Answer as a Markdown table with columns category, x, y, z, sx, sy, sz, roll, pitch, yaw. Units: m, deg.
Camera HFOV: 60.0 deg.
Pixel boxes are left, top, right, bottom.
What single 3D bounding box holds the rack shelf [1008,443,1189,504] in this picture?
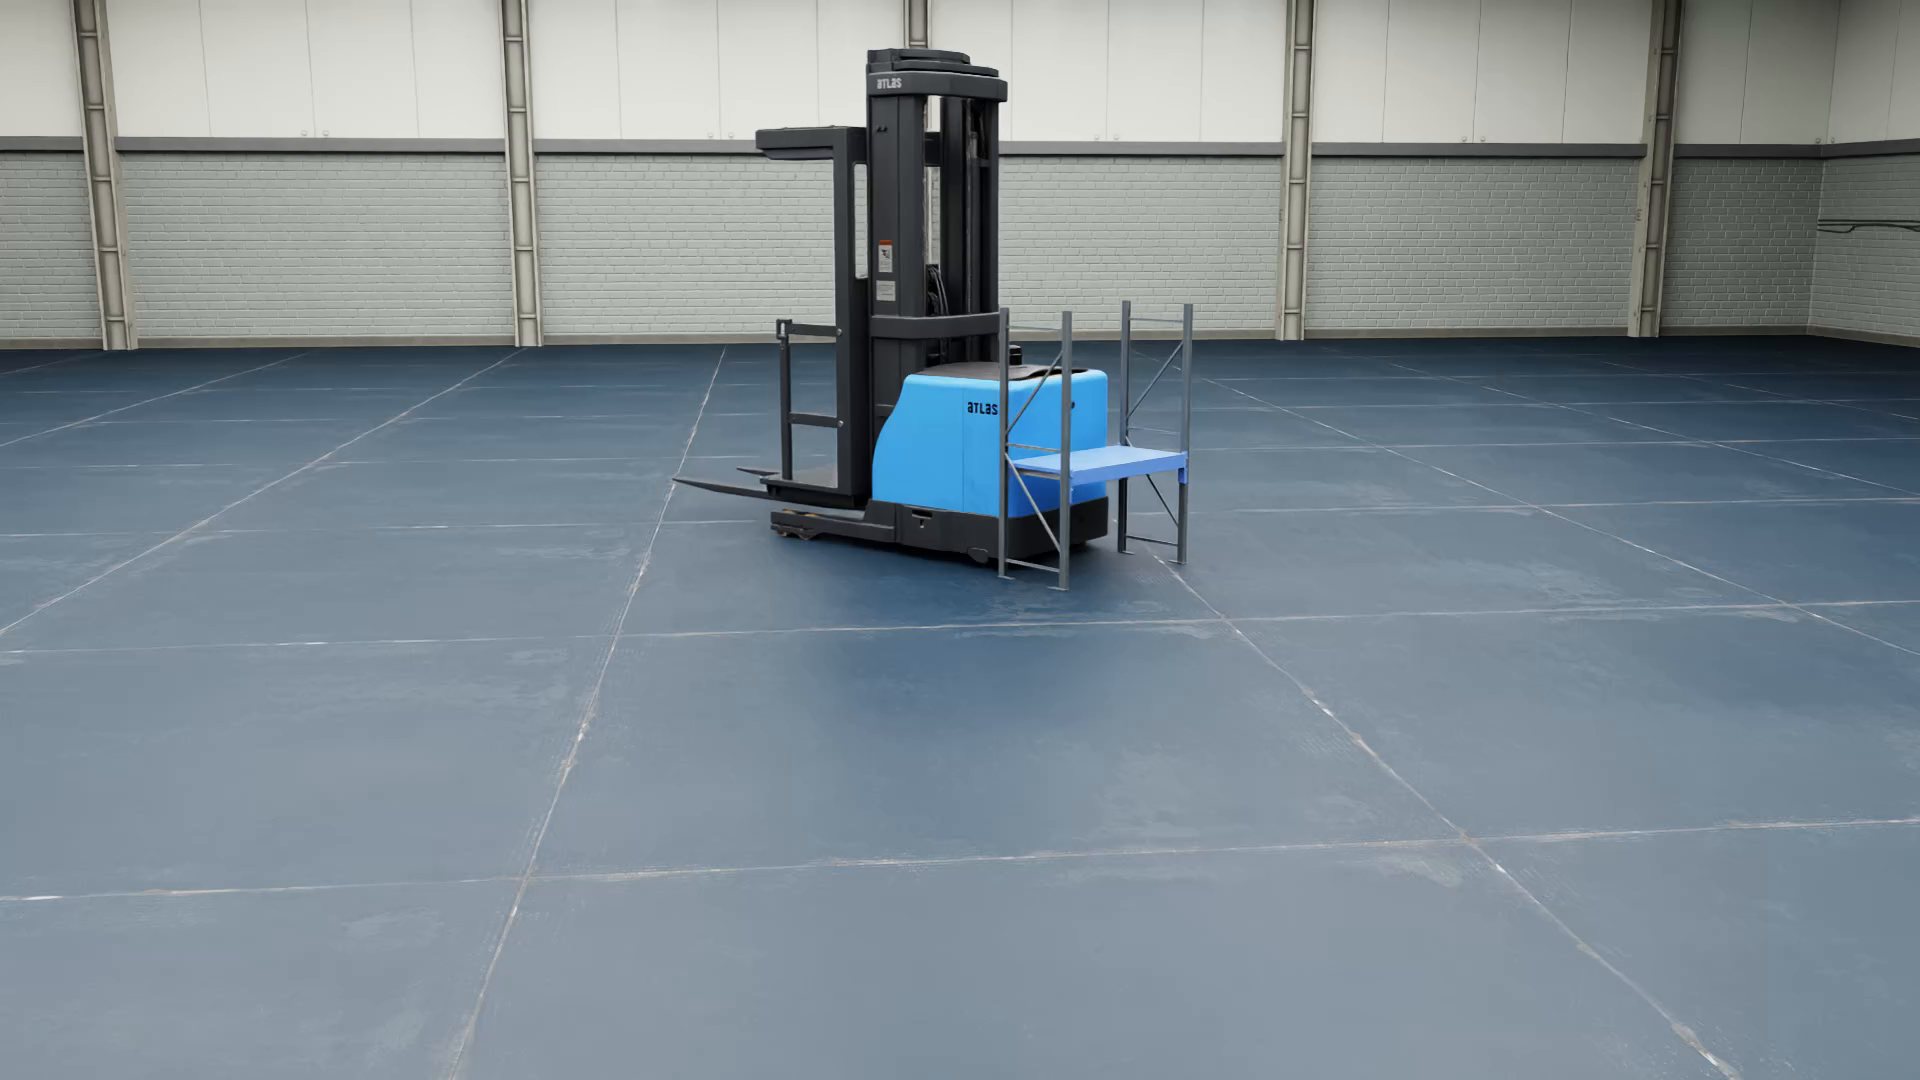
| category | x | y | z | sx | sy | sz | roll | pitch | yaw |
| --- | --- | --- | --- | --- | --- | --- | --- | --- | --- |
| rack shelf | 0.766 | -0.385 | 9.369 | 1.000 | 0.185 | 0.538 | -11 | 15 | -43 |

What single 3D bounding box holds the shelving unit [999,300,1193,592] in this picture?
| category | x | y | z | sx | sy | sz | roll | pitch | yaw |
| --- | --- | --- | --- | --- | --- | --- | --- | --- | --- |
| shelving unit | 0.766 | -0.561 | 9.334 | 1.048 | 1.500 | 0.538 | -11 | 15 | -43 |

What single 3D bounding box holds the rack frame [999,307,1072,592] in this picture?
| category | x | y | z | sx | sy | sz | roll | pitch | yaw |
| --- | --- | --- | --- | --- | --- | --- | --- | --- | --- |
| rack frame | 0.401 | -0.493 | 8.986 | 0.032 | 1.500 | 0.500 | -11 | 15 | -43 |

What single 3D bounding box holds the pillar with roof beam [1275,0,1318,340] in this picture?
| category | x | y | z | sx | sy | sz | roll | pitch | yaw |
| --- | --- | --- | --- | --- | --- | --- | --- | --- | --- |
| pillar with roof beam | 5.781 | -6.829 | 21.776 | 0.400 | 9.000 | 9.100 | -1 | 11 | -6 |

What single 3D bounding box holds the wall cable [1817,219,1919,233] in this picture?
| category | x | y | z | sx | sy | sz | roll | pitch | yaw |
| --- | --- | --- | --- | --- | --- | --- | --- | --- | --- |
| wall cable | 14.352 | -6.064 | 25.933 | 0.112 | 2.526 | 3.097 | -1 | 11 | -6 |

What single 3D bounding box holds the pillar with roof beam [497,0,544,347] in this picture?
| category | x | y | z | sx | sy | sz | roll | pitch | yaw |
| --- | --- | --- | --- | --- | --- | --- | --- | --- | --- |
| pillar with roof beam | -6.149 | -6.579 | 20.505 | 0.400 | 9.000 | 9.100 | -1 | 11 | -6 |

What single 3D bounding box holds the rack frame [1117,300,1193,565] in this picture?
| category | x | y | z | sx | sy | sz | roll | pitch | yaw |
| --- | --- | --- | --- | --- | --- | --- | --- | --- | --- |
| rack frame | 1.130 | -0.629 | 9.682 | 0.032 | 1.500 | 0.500 | -11 | 15 | -43 |

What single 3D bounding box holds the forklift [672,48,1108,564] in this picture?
| category | x | y | z | sx | sy | sz | roll | pitch | yaw |
| --- | --- | --- | --- | --- | --- | --- | --- | --- | --- |
| forklift | -0.570 | -1.508 | 10.442 | 3.031 | 2.935 | 1.130 | 9 | 14 | 37 |

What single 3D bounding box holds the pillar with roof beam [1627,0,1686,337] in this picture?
| category | x | y | z | sx | sy | sz | roll | pitch | yaw |
| --- | --- | --- | --- | --- | --- | --- | --- | --- | --- |
| pillar with roof beam | 11.745 | -6.954 | 22.412 | 0.400 | 9.000 | 9.100 | -1 | 11 | -6 |
